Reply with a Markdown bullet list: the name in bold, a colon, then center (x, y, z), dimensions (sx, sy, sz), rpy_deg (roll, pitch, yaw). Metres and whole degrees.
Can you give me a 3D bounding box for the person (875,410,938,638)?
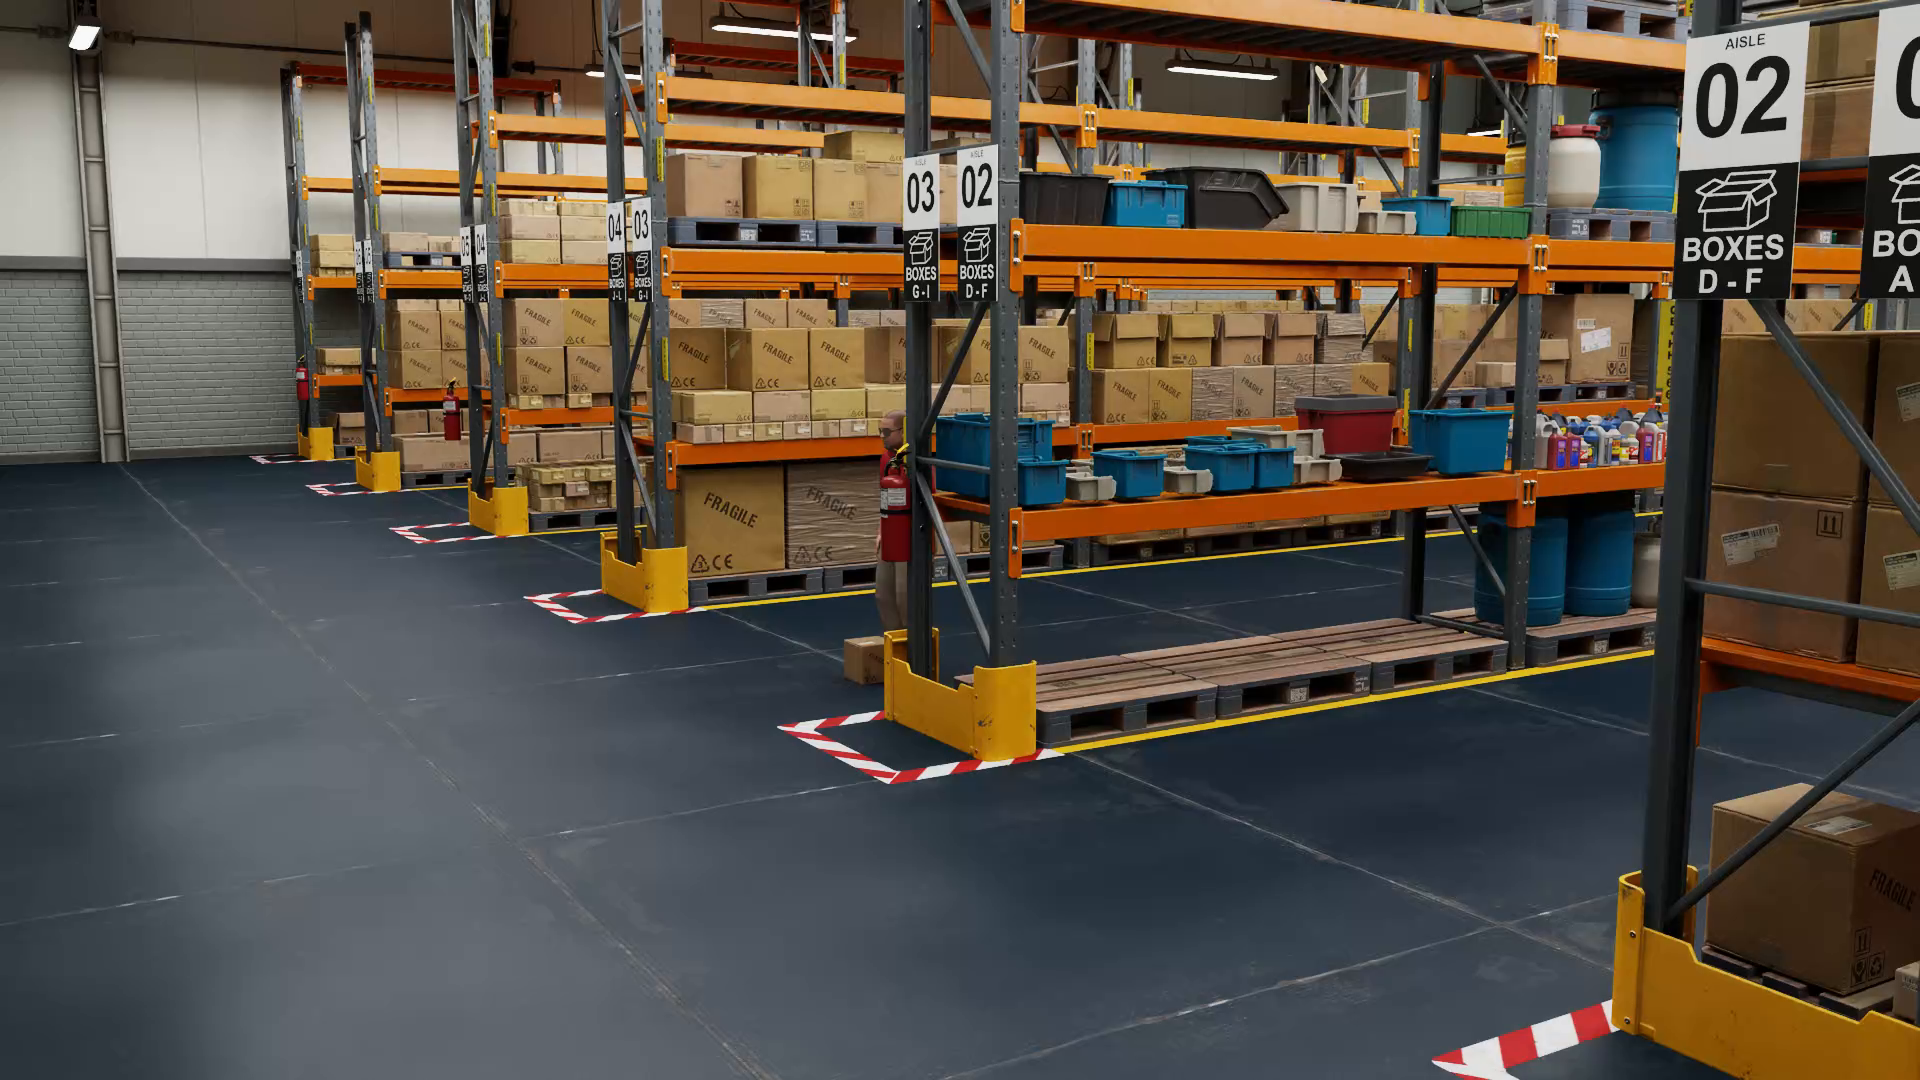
- **person**: center (-0.367, 0.020, 10.732), dimensions (0.396, 1.726, 0.585), rpy_deg (-5, 9, -31)
